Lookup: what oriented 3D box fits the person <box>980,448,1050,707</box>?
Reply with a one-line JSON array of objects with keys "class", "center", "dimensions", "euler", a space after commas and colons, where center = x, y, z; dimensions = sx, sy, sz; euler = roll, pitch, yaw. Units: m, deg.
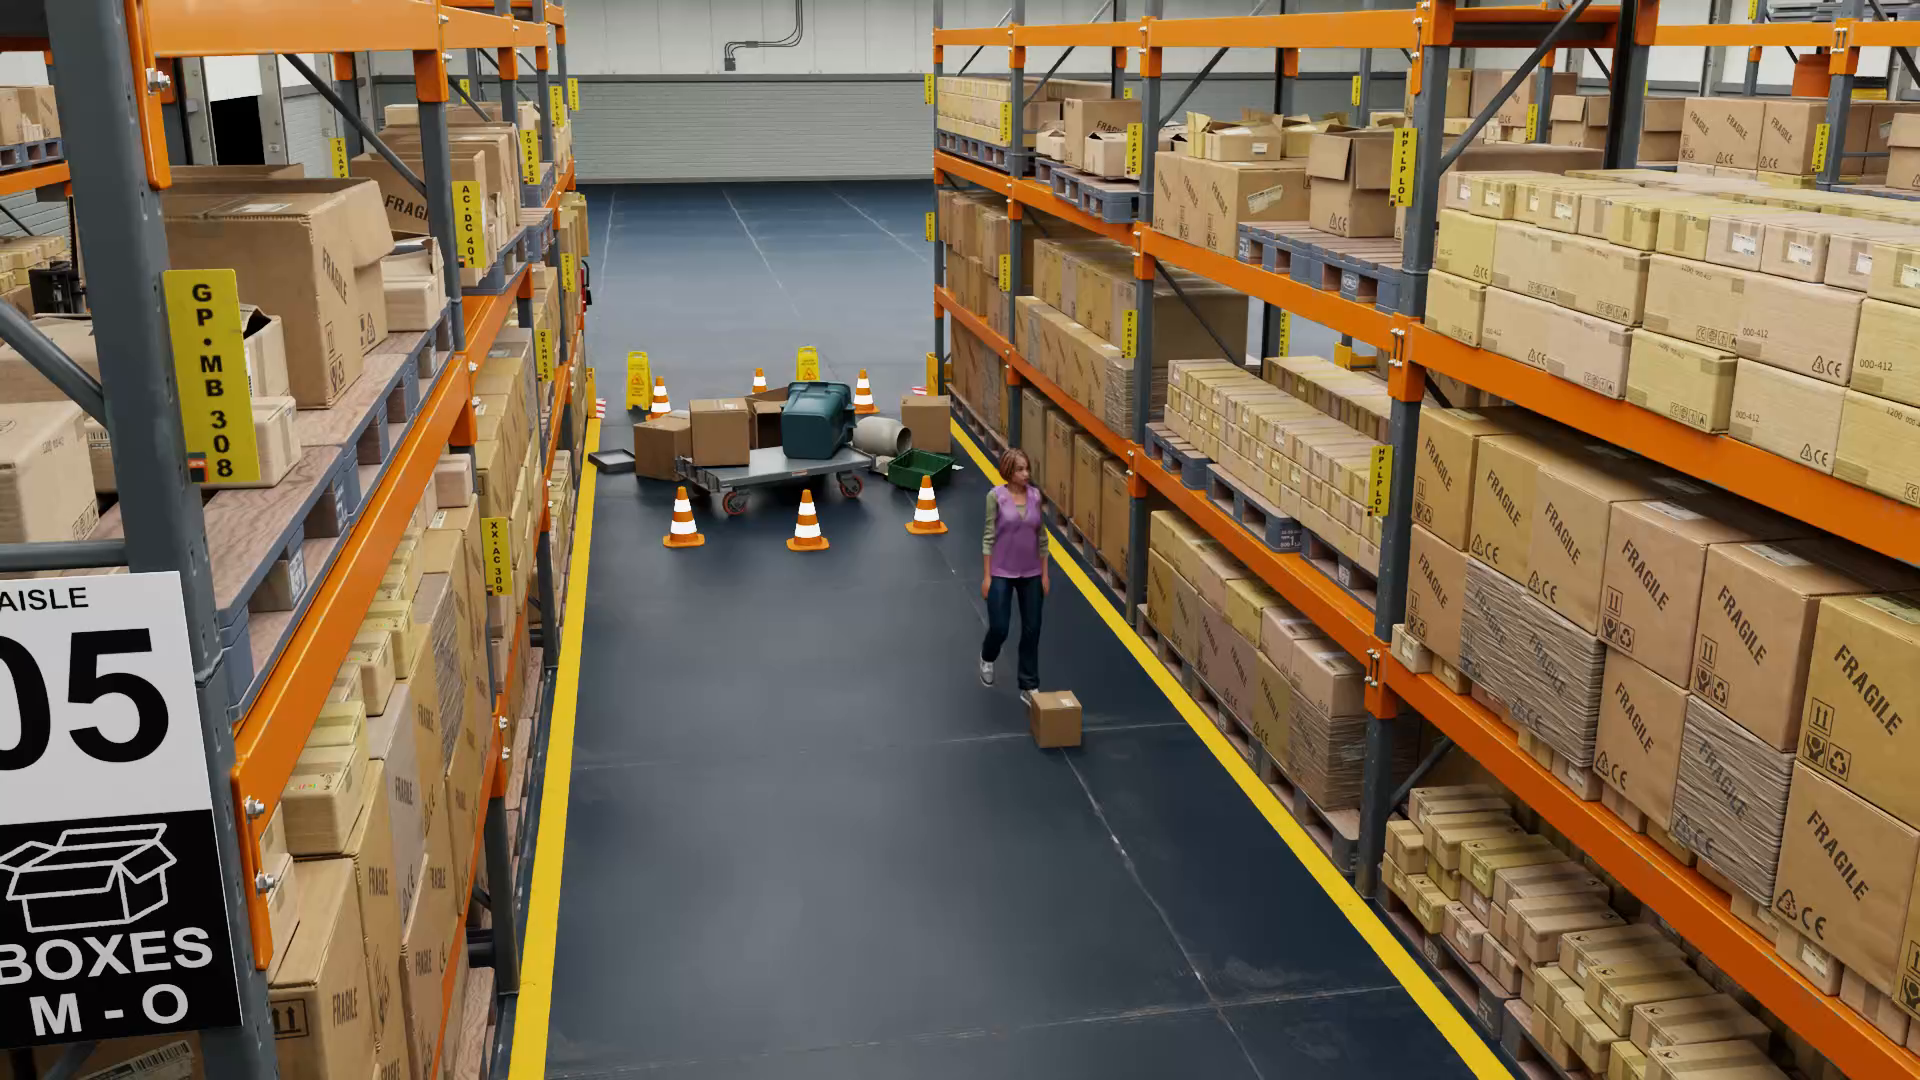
[{"class": "person", "center": [0.348, 0.229, 10.205], "dimensions": [0.451, 1.593, 0.569], "euler": [-6, 18, -18]}]
